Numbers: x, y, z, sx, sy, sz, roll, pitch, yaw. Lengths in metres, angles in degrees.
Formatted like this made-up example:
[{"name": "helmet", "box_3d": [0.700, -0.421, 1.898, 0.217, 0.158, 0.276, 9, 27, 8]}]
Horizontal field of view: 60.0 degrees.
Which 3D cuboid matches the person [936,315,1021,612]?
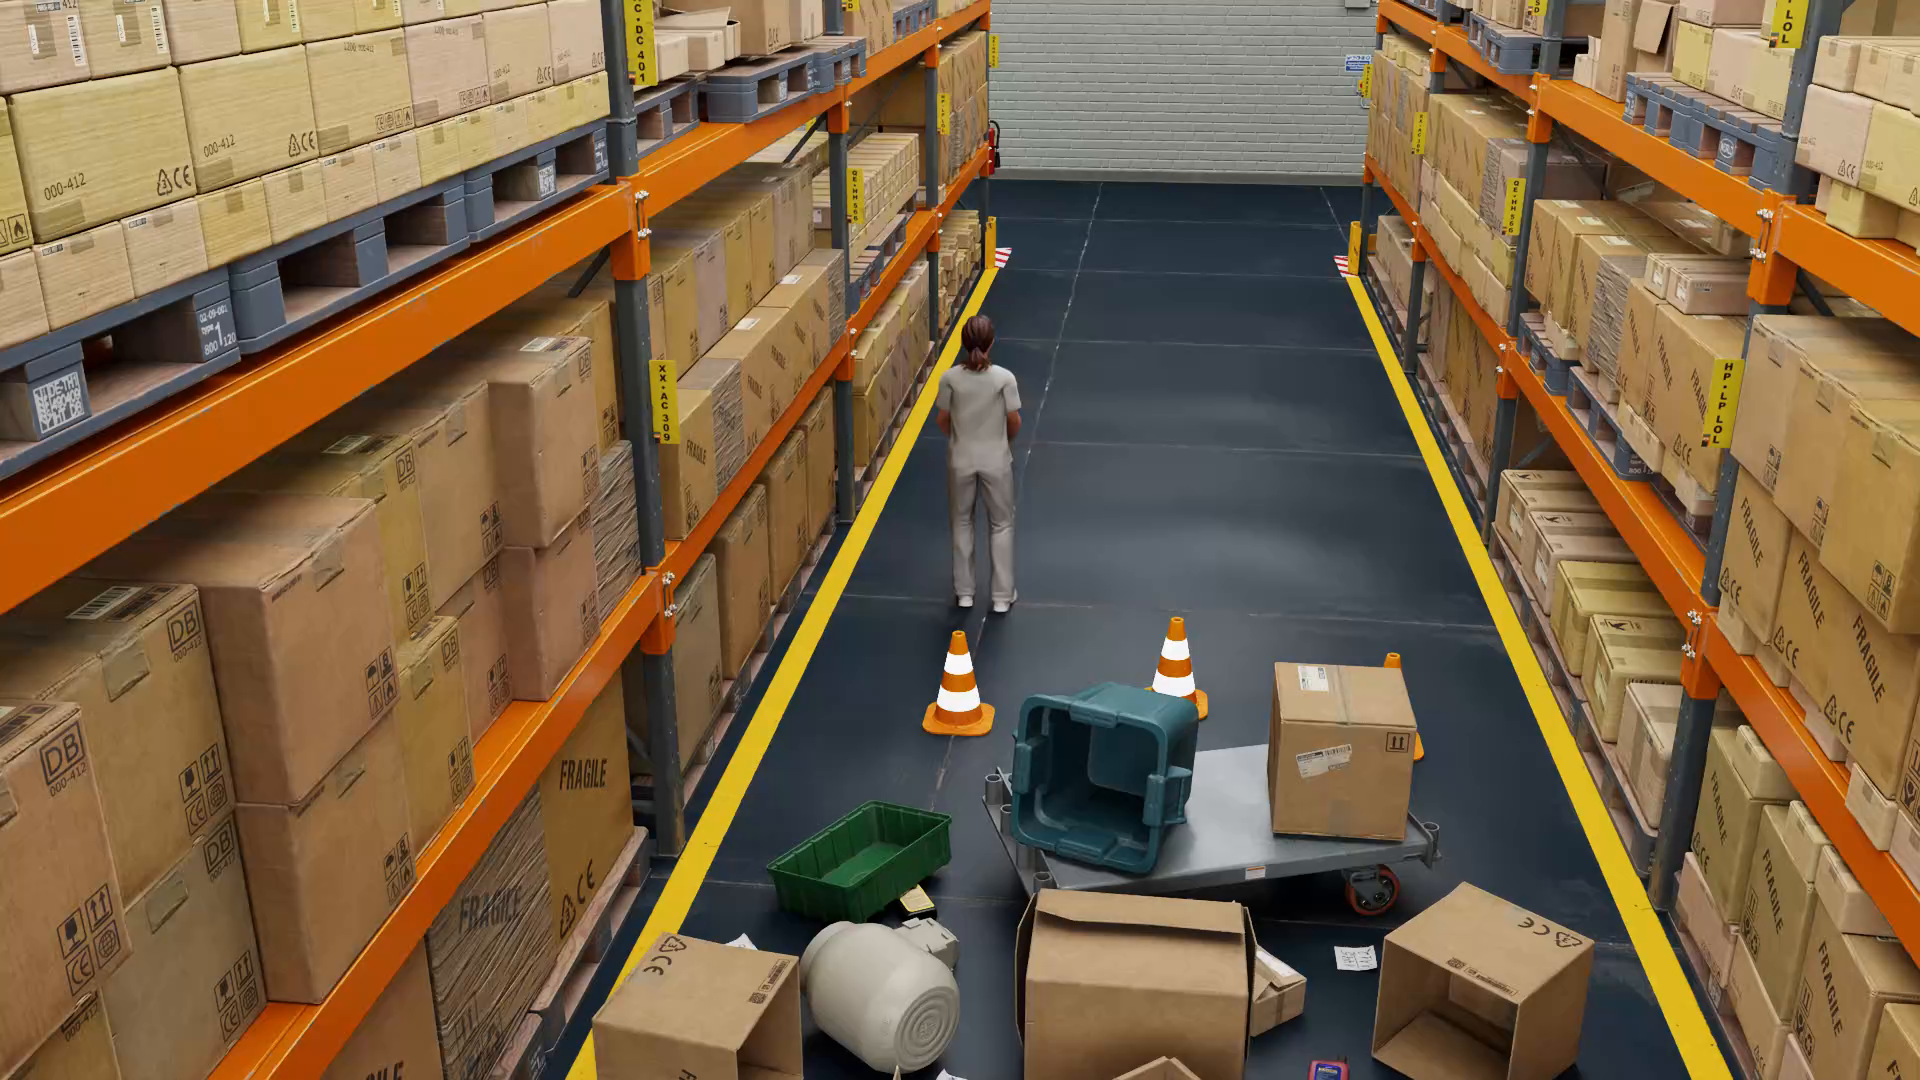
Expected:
[{"name": "person", "box_3d": [0.105, -0.427, 9.180, 0.465, 1.675, 0.461, 2, 21, 5]}]
